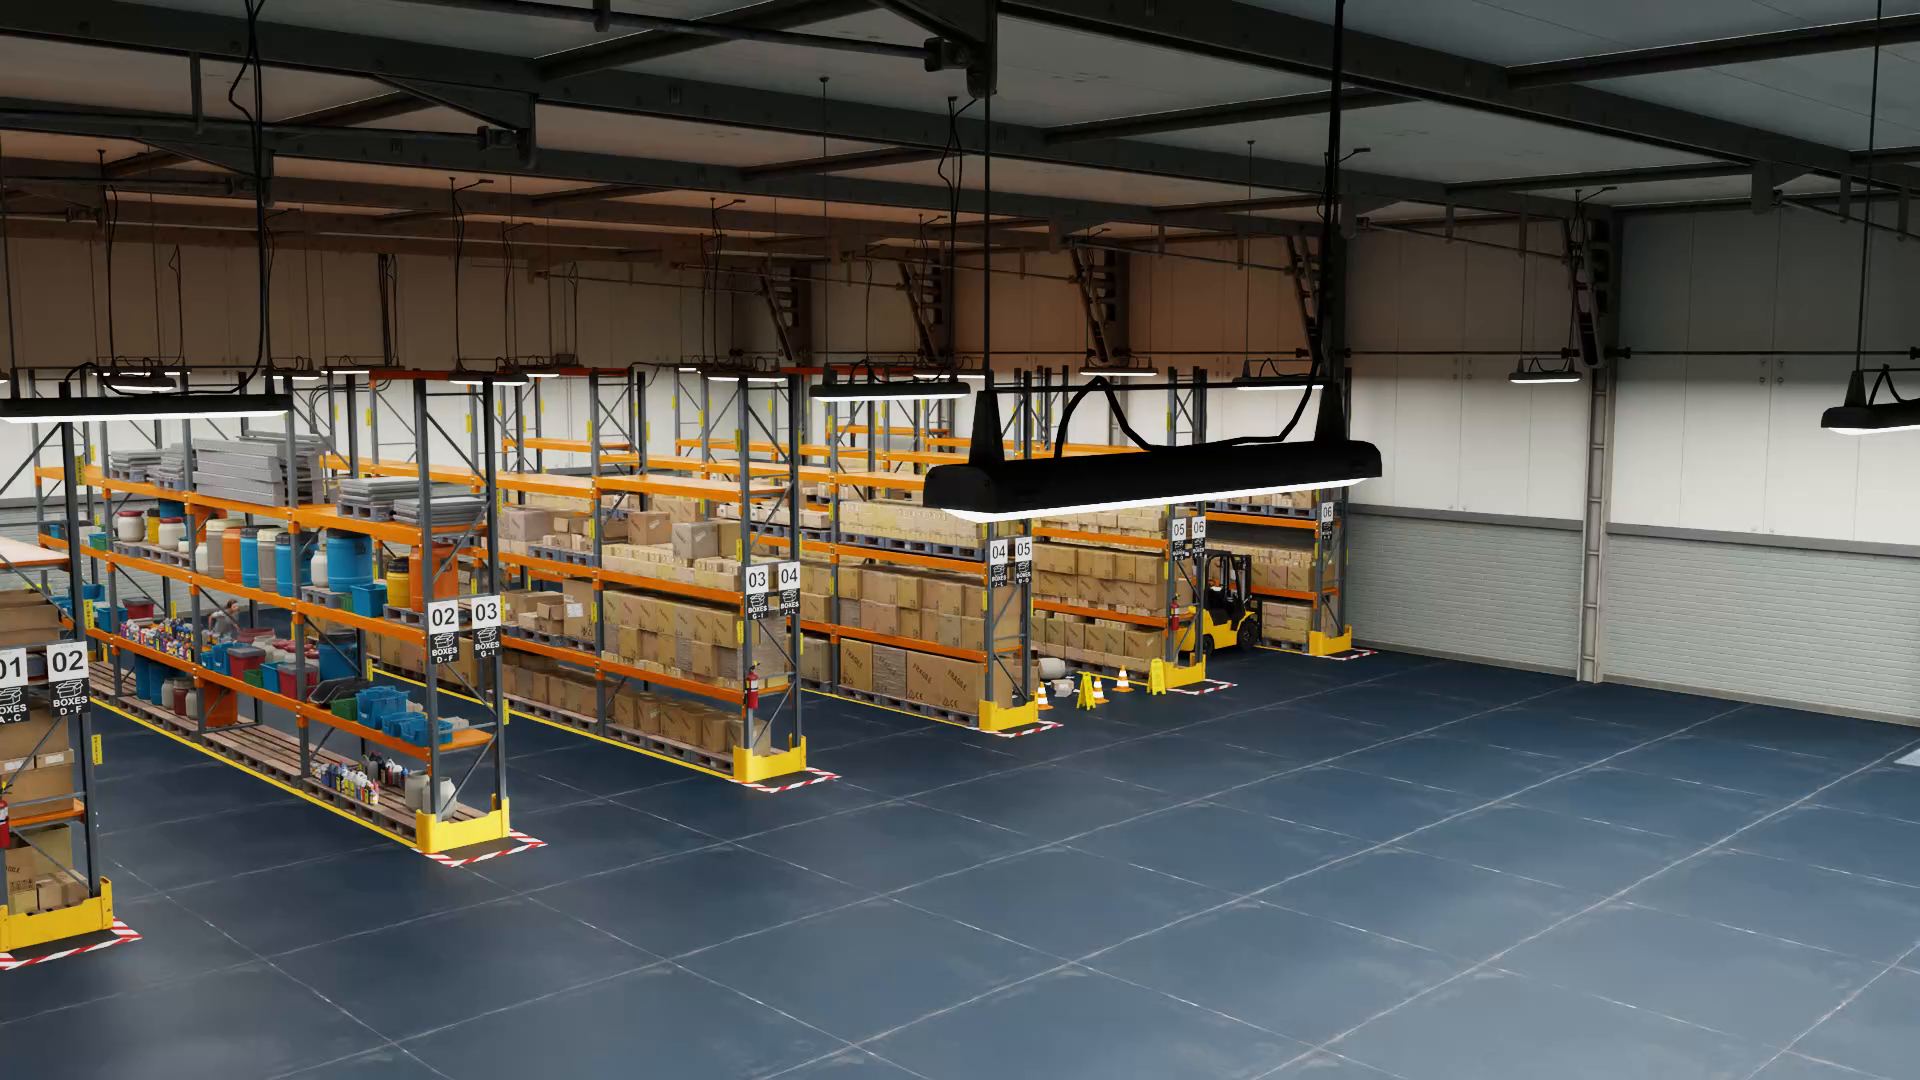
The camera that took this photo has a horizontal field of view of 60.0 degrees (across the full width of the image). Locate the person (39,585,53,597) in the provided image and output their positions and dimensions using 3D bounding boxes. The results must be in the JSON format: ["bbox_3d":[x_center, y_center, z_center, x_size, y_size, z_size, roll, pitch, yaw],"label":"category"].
[{"bbox_3d":[-19.027,1.695,33.912,1.103,1.577,0.745,-2,7,-16],"label":"person"}]

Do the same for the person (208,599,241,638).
[{"bbox_3d":[-14.529,1.900,32.807,0.775,1.494,0.590,3,7,26],"label":"person"}]
